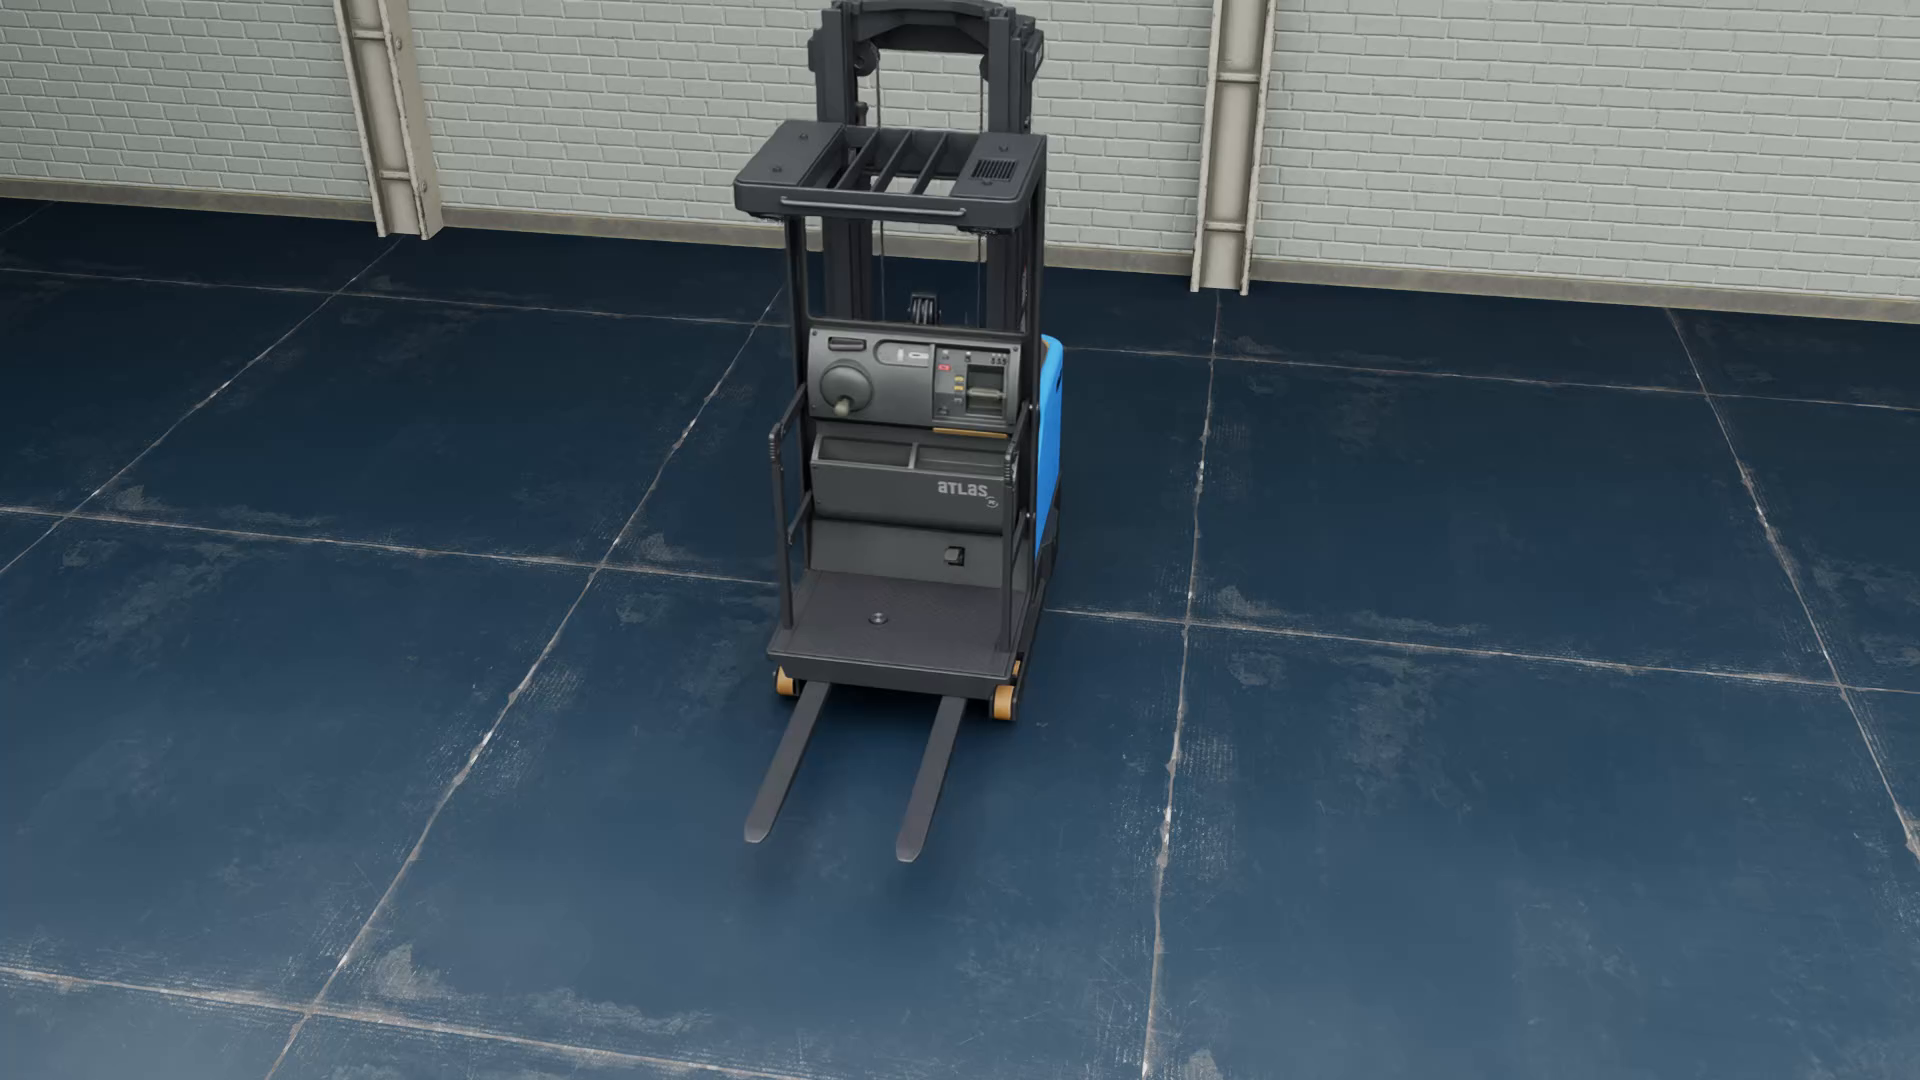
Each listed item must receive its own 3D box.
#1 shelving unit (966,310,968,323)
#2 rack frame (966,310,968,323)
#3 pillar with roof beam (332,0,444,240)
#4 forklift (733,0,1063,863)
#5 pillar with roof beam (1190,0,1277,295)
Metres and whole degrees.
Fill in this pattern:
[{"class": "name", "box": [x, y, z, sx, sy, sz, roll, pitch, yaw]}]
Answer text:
[{"class": "shelving unit", "box": [0.139, -0.692, 8.866, 0.252, 1.050, 0.215, 6, 32, 9]}, {"class": "rack frame", "box": [0.019, -0.704, 8.885, 0.008, 1.050, 0.200, 6, 32, 9]}, {"class": "pillar with roof beam", "box": [-4.827, -3.881, 6.468, 0.400, 9.000, 9.100, 5, 32, 8]}, {"class": "forklift", "box": [-0.238, -0.642, 7.014, 1.130, 2.935, 3.031, 6, 32, 9]}, {"class": "pillar with roof beam", "box": [1.087, -3.345, 5.612, 0.400, 9.000, 9.100, 5, 32, 8]}]
